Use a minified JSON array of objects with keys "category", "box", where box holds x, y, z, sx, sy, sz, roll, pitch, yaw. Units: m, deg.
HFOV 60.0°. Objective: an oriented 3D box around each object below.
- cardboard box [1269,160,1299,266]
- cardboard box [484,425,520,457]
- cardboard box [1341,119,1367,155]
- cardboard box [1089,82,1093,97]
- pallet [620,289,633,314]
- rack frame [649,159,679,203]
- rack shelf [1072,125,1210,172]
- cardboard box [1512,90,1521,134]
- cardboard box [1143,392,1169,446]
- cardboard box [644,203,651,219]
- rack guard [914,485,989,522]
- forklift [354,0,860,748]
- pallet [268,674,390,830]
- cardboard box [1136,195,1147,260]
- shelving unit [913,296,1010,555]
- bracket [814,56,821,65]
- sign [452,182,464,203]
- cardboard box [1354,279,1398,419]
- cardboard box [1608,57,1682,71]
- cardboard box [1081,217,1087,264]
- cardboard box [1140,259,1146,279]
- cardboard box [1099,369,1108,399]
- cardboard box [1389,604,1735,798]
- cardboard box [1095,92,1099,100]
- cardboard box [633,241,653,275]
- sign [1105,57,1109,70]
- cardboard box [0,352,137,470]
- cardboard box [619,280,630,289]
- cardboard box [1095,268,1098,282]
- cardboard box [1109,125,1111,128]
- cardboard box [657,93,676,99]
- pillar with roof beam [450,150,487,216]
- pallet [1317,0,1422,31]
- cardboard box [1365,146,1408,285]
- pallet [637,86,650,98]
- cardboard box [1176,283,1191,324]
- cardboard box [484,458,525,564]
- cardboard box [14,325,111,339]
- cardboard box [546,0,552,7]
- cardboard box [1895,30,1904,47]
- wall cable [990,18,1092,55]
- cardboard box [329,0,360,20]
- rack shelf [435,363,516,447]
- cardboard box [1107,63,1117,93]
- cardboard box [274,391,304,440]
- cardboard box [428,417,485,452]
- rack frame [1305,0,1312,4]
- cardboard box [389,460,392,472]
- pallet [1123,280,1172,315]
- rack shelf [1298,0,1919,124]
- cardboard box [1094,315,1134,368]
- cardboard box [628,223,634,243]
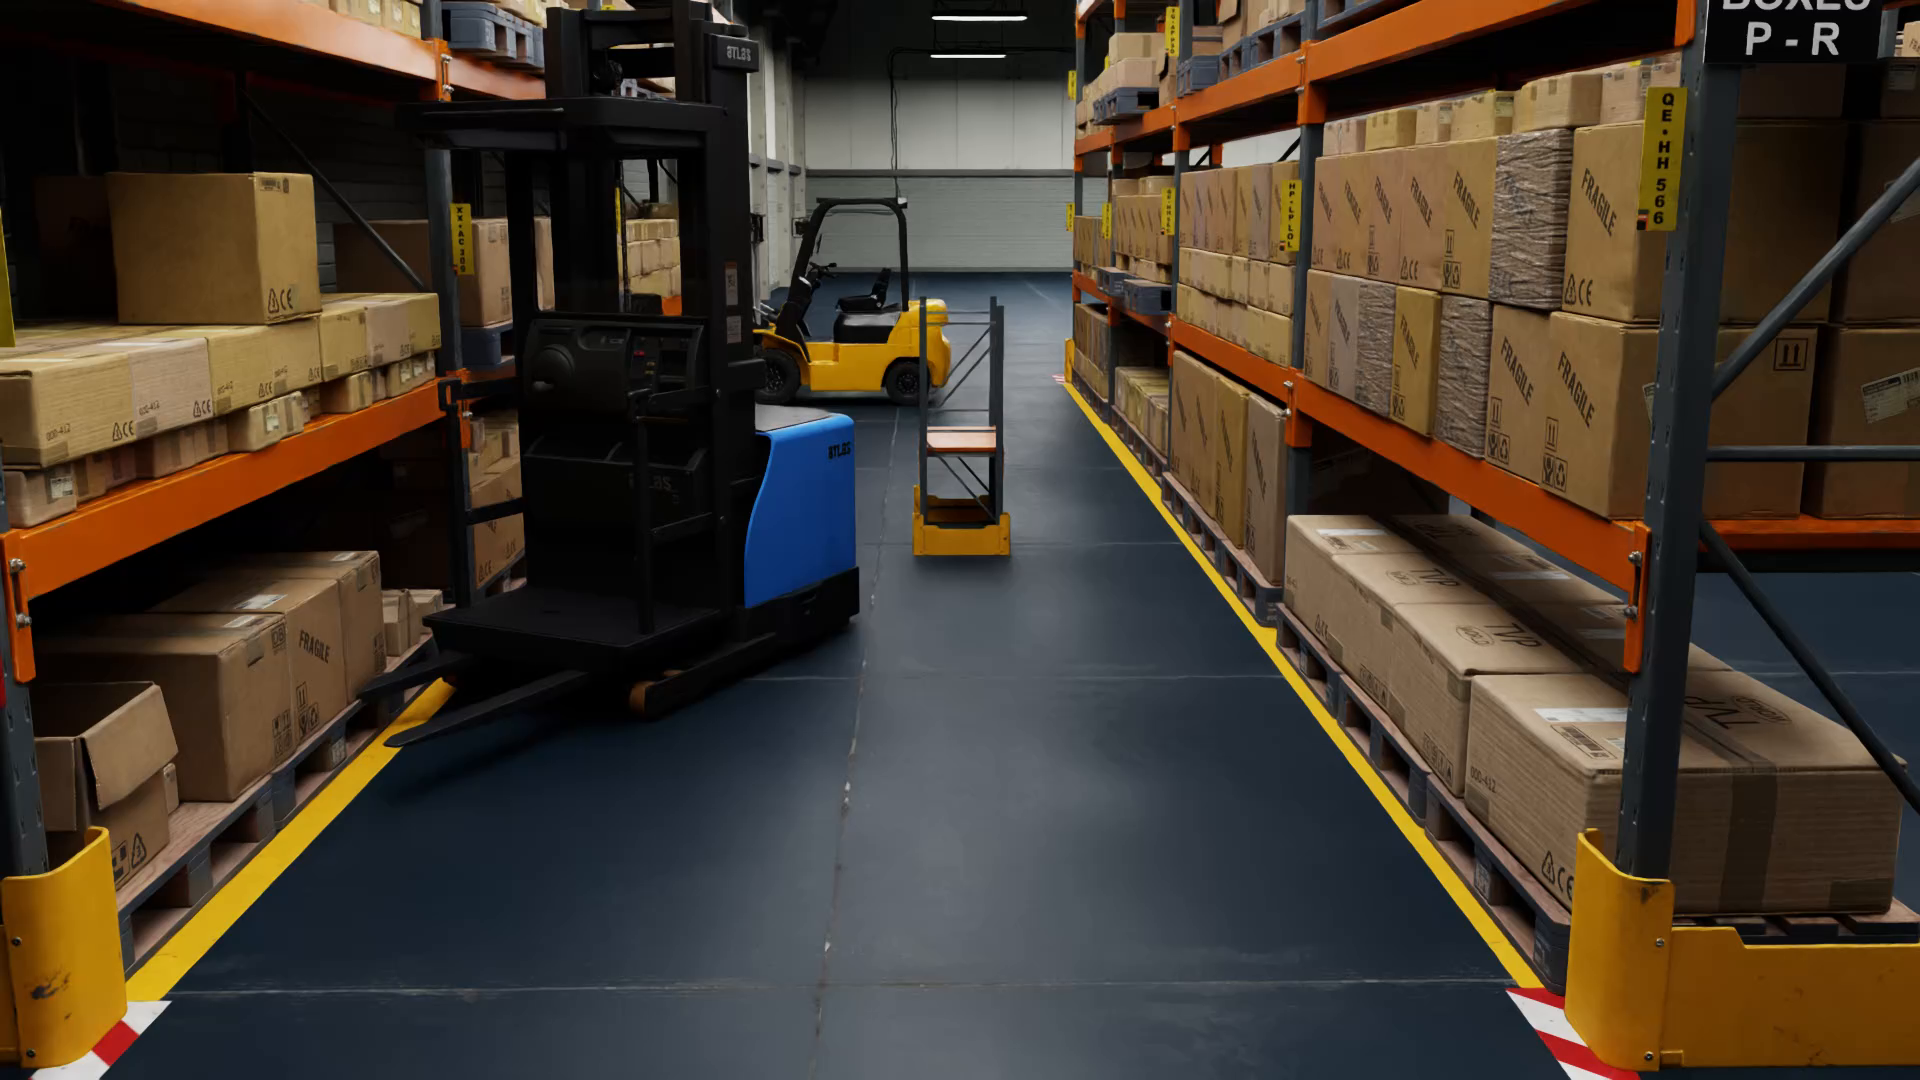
[{"category":"cardboard box","box":[1.836,-1.623,8.247,0.500,0.500,0.500,0,11,1]},{"category":"cardboard box","box":[-2.695,-0.556,9.354,0.380,0.149,0.250,0,11,-1]},{"category":"cardboard box","box":[1.864,-1.738,7.185,0.380,0.149,0.250,0,11,0]},{"category":"cardboard box","box":[1.571,-4.796,17.738,0.380,0.149,0.250,0,11,0]},{"category":"pallet","box":[-2.865,-1.541,11.095,1.213,0.211,1.003,0,11,-1]},{"category":"rack frame","box":[-3.115,-3.360,19.578,1.000,3.000,0.127,0,11,-1]},{"category":"rack shelf","box":[1.889,-4.101,17.495,1.077,0.370,4.000,0,11,-1]},{"category":"cardboard box","box":[1.953,-1.332,5.183,0.380,0.149,0.250,0,11,-2]},{"category":"cardboard box","box":[1.988,-0.968,13.339,0.950,0.372,0.625,0,11,-2]},{"category":"cardboard box","box":[-2.855,-3.194,16.127,0.380,0.149,0.250,0,11,0]},{"category":"rack guard","box":[-0.012,-0.237,11.097,0.587,0.250,0.087,0,11,-1]},{"category":"forklift","box":[-1.615,-0.790,7.081,1.130,2.935,3.031,6,13,26]},{"category":"pallet","box":[-2.825,0.772,6.226,1.003,0.211,1.213,0,11,-1]},{"category":"cardboard box","box":[1.693,-2.484,13.203,0.500,0.500,0.500,-1,12,-5]},{"category":"shelving unit","box":[-0.002,-0.750,10.485,0.587,1.500,1.083,0,11,-1]},{"category":"bracket","box":[-4.324,-14.441,50.054,0.235,0.232,0.430,0,11,-1]},{"category":"sign","box":[-3.504,-2.334,11.609,0.100,0.325,0.005,0,11,-1]},{"category":"cardboard box","box":[1.854,-0.752,6.468,0.500,0.500,0.500,0,11,-1]},{"category":"cardboard box","box":[6.611,-4.521,16.074,0.500,0.250,0.500,0,11,-2]},{"category":"cardboard box","box":[1.606,-3.277,18.166,0.500,0.500,0.500,0,11,-2]},{"category":"cardboard box","box":[1.626,-2.146,13.166,0.380,0.149,0.250,0,11,0]},{"category":"cardboard box","box":[1.650,-1.561,16.568,0.500,0.250,0.500,0,11,1]},{"category":"cardboard box","box":[2.038,0.536,5.759,0.875,0.438,0.875,0,11,0]},{"category":"cardboard box","box":[1.645,-4.417,16.872,0.500,0.250,0.500,0,11,-2]},{"category":"cardboard box","box":[-2.716,-2.234,13.148,0.500,0.250,0.500,-1,11,-3]},{"category":"sign","box":[1.388,-4.306,15.394,0.100,0.325,0.005,0,11,-1]},{"category":"cardboard box","box":[-2.524,-0.343,4.336,0.500,0.250,0.500,0,11,-1]},{"category":"cardboard box","box":[-2.714,-1.786,12.194,0.500,0.250,0.500,0,11,-1]},{"category":"cardboard box","box":[1.595,-2.728,17.092,0.380,0.149,0.250,0,11,-2]},{"category":"cardboard box","box":[1.619,-3.995,15.793,0.380,0.149,0.250,0,11,-1]},{"category":"cardboard box","box":[-2.738,-4.257,15.779,0.380,0.149,0.250,0,11,0]},{"category":"pillar with roof beam","box":[0.427,-4.983,12.489,9.100,9.000,0.400,0,11,-1]},{"category":"pallet","box":[2.102,-2.260,6.833,1.003,0.211,1.213,0,11,-1]},{"category":"cardboard box","box":[1.867,-1.237,6.346,0.500,0.500,0.500,0,11,0]},{"category":"pallet","box":[-3.079,-3.504,13.218,1.003,0.211,1.213,0,11,1]},{"category":"cardboard box","box":[1.772,-1.619,11.374,0.500,0.250,0.500,0,11,-2]},{"category":"cardboard box","box":[-2.673,-0.158,9.027,0.500,0.500,0.500,0,11,-2]},{"category":"cardboard box","box":[-3.074,-0.543,5.322,0.500,0.250,0.500,0,11,1]},{"category":"cardboard box","box":[-2.620,-3.183,9.784,0.380,0.149,0.250,0,11,-1]},{"category":"cardboard box","box":[7.165,-3.657,12.415,0.500,0.311,0.500,0,11,-1]},{"category":"wall cable","box":[2.439,-15.919,50.061,3.097,2.526,0.112,0,11,-1]},{"category":"cardboard box","box":[-2.565,-2.101,6.456,0.380,0.149,0.250,0,11,-1]},{"category":"rack shelf","box":[-2.908,-1.020,9.851,1.077,0.370,4.000,0,11,-1]},{"category":"cardboard box","box":[1.553,-3.970,14.360,0.500,0.250,0.500,0,11,-2]},{"category":"cardboard box","box":[-2.519,-0.432,5.774,0.380,0.149,0.250,0,11,0]},{"category":"cardboard box","box":[-2.661,-0.543,8.543,0.380,0.149,0.250,-1,11,-4]},{"category":"rack frame","box":[2.096,-3.936,7.327,1.000,3.000,0.127,0,11,-1]},{"category":"cardboard box","box":[-3.187,-0.446,8.812,0.380,0.149,0.250,0,11,-1]},{"category":"pallet","box":[1.892,-1.838,12.558,1.213,0.211,1.003,0,11,-1]},{"category":"rack shelf","box":[2.137,-1.716,5.738,1.077,0.370,4.000,0,11,-1]},{"category":"cardboard box","box":[1.638,-2.030,16.992,0.500,0.500,0.500,0,11,0]},{"category":"cardboard box","box":[-2.717,-2.357,12.752,0.380,0.149,0.250,0,11,-1]}]
